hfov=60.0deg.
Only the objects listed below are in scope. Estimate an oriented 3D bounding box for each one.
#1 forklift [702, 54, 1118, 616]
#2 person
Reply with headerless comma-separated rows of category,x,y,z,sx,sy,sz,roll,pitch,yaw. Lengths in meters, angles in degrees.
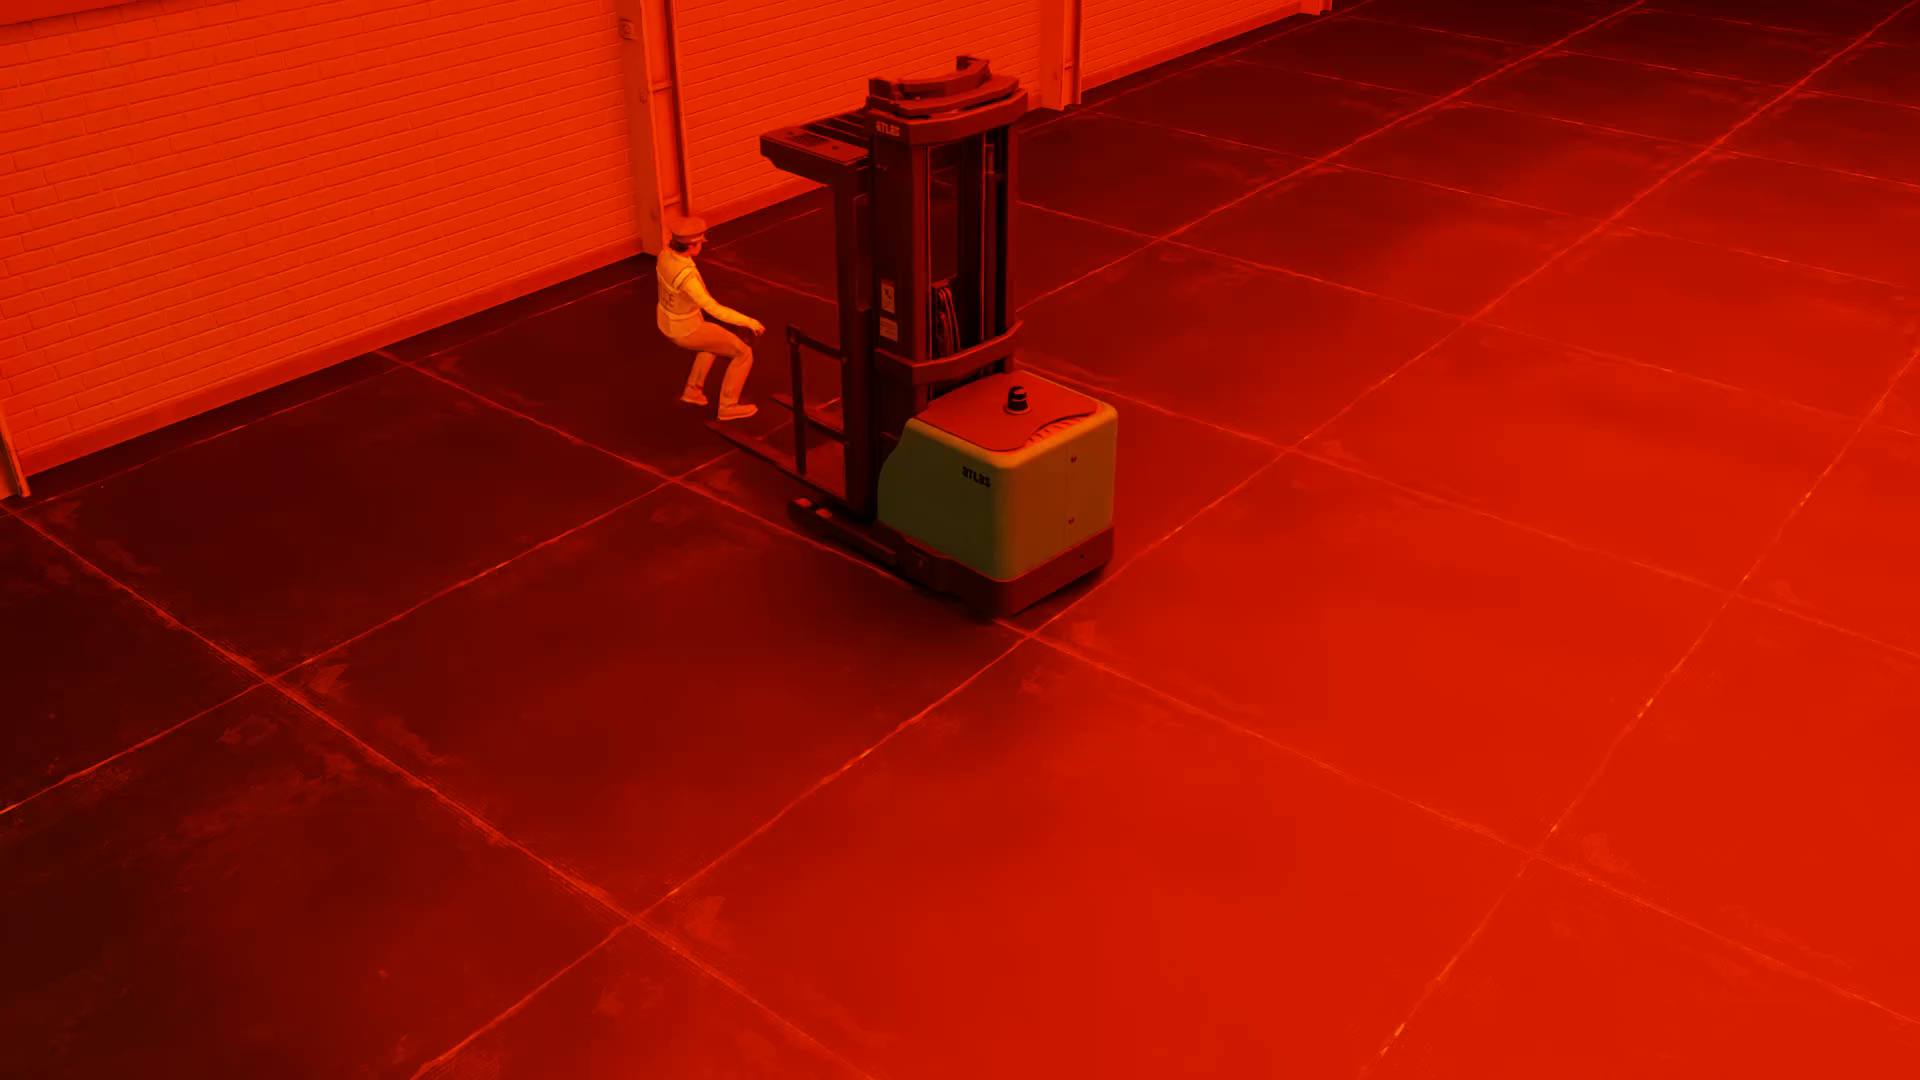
forklift,-0.464,-1.463,10.099,3.031,2.935,1.130,26,39,37
person,-1.745,-1.532,11.469,0.620,1.469,0.713,-18,35,-28
